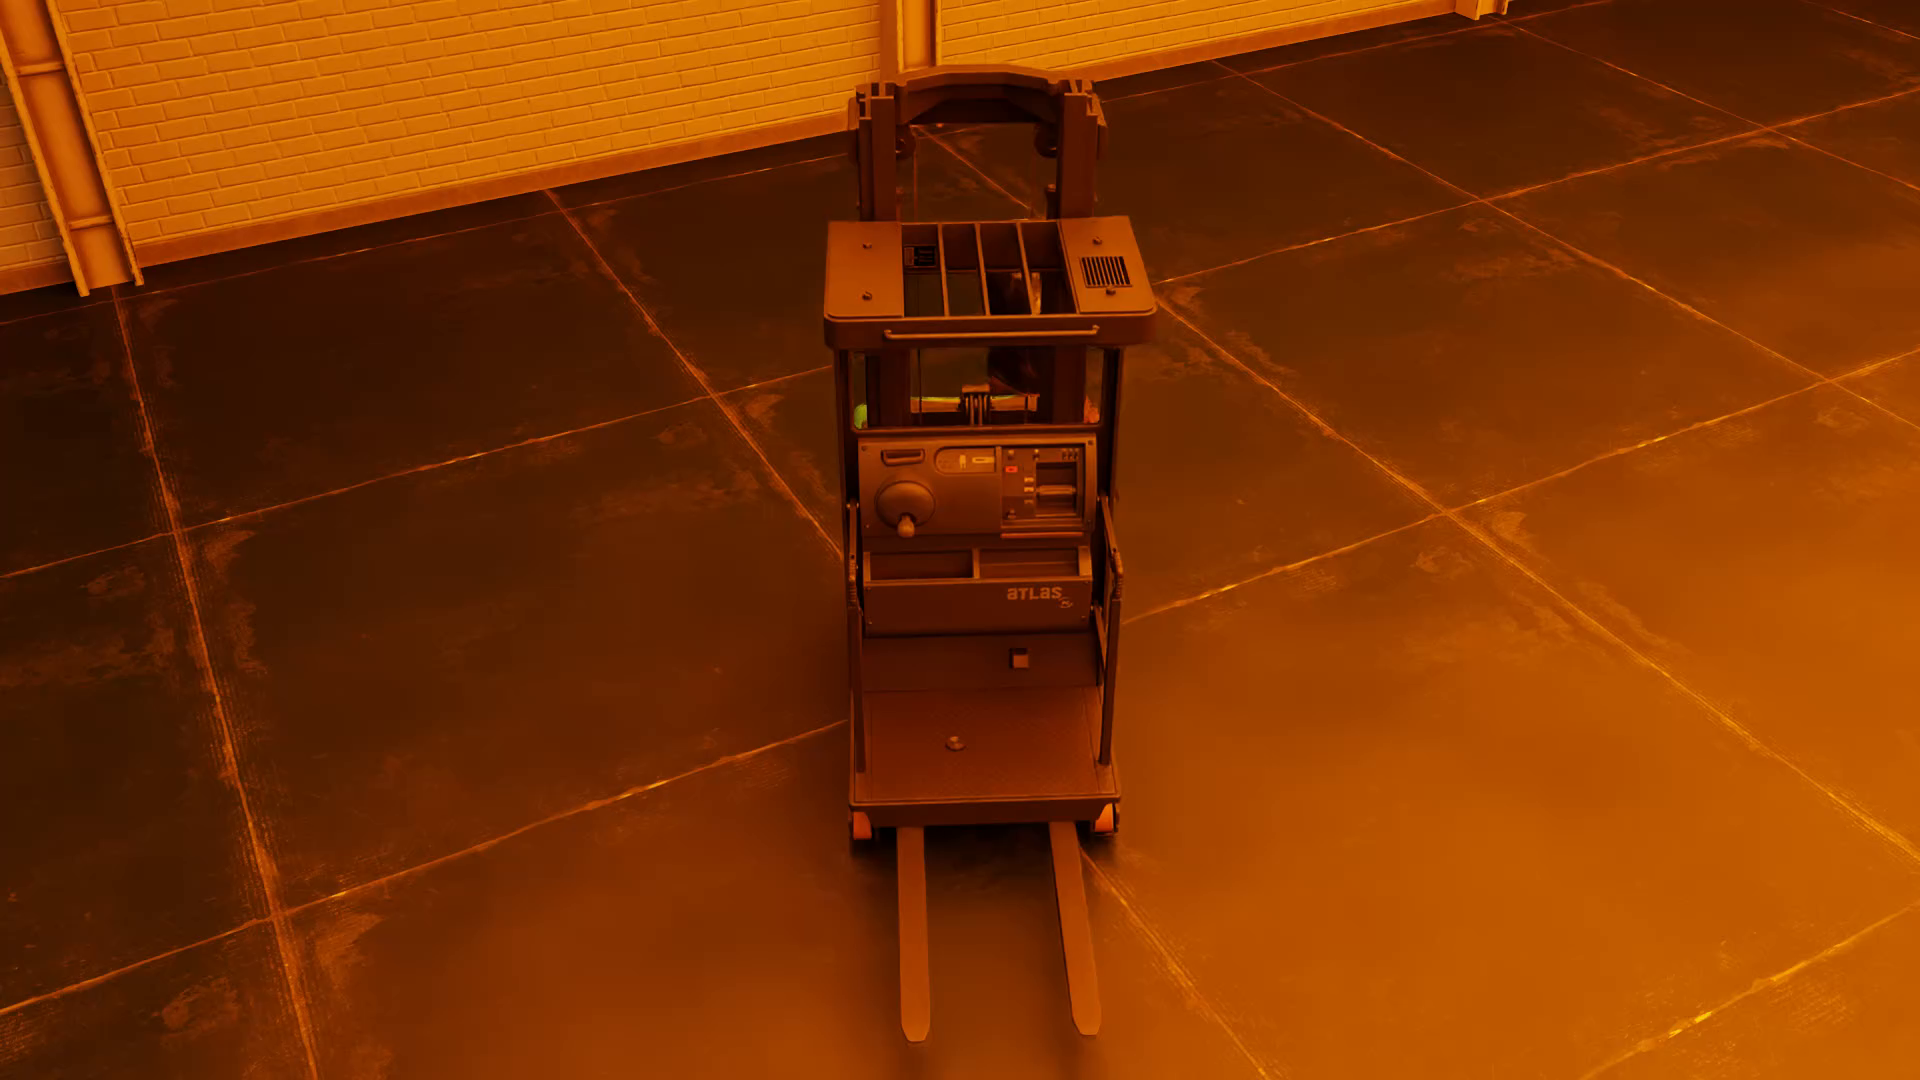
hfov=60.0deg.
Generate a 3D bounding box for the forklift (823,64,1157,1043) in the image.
[{"bbox_3d":[0.082,-0.146,6.329,1.130,2.935,3.031,-1,35,-2],"label":"forklift"}]

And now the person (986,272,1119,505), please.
[{"bbox_3d":[0.422,-0.828,8.426,0.785,1.637,0.695,-26,43,-32],"label":"person"}]
